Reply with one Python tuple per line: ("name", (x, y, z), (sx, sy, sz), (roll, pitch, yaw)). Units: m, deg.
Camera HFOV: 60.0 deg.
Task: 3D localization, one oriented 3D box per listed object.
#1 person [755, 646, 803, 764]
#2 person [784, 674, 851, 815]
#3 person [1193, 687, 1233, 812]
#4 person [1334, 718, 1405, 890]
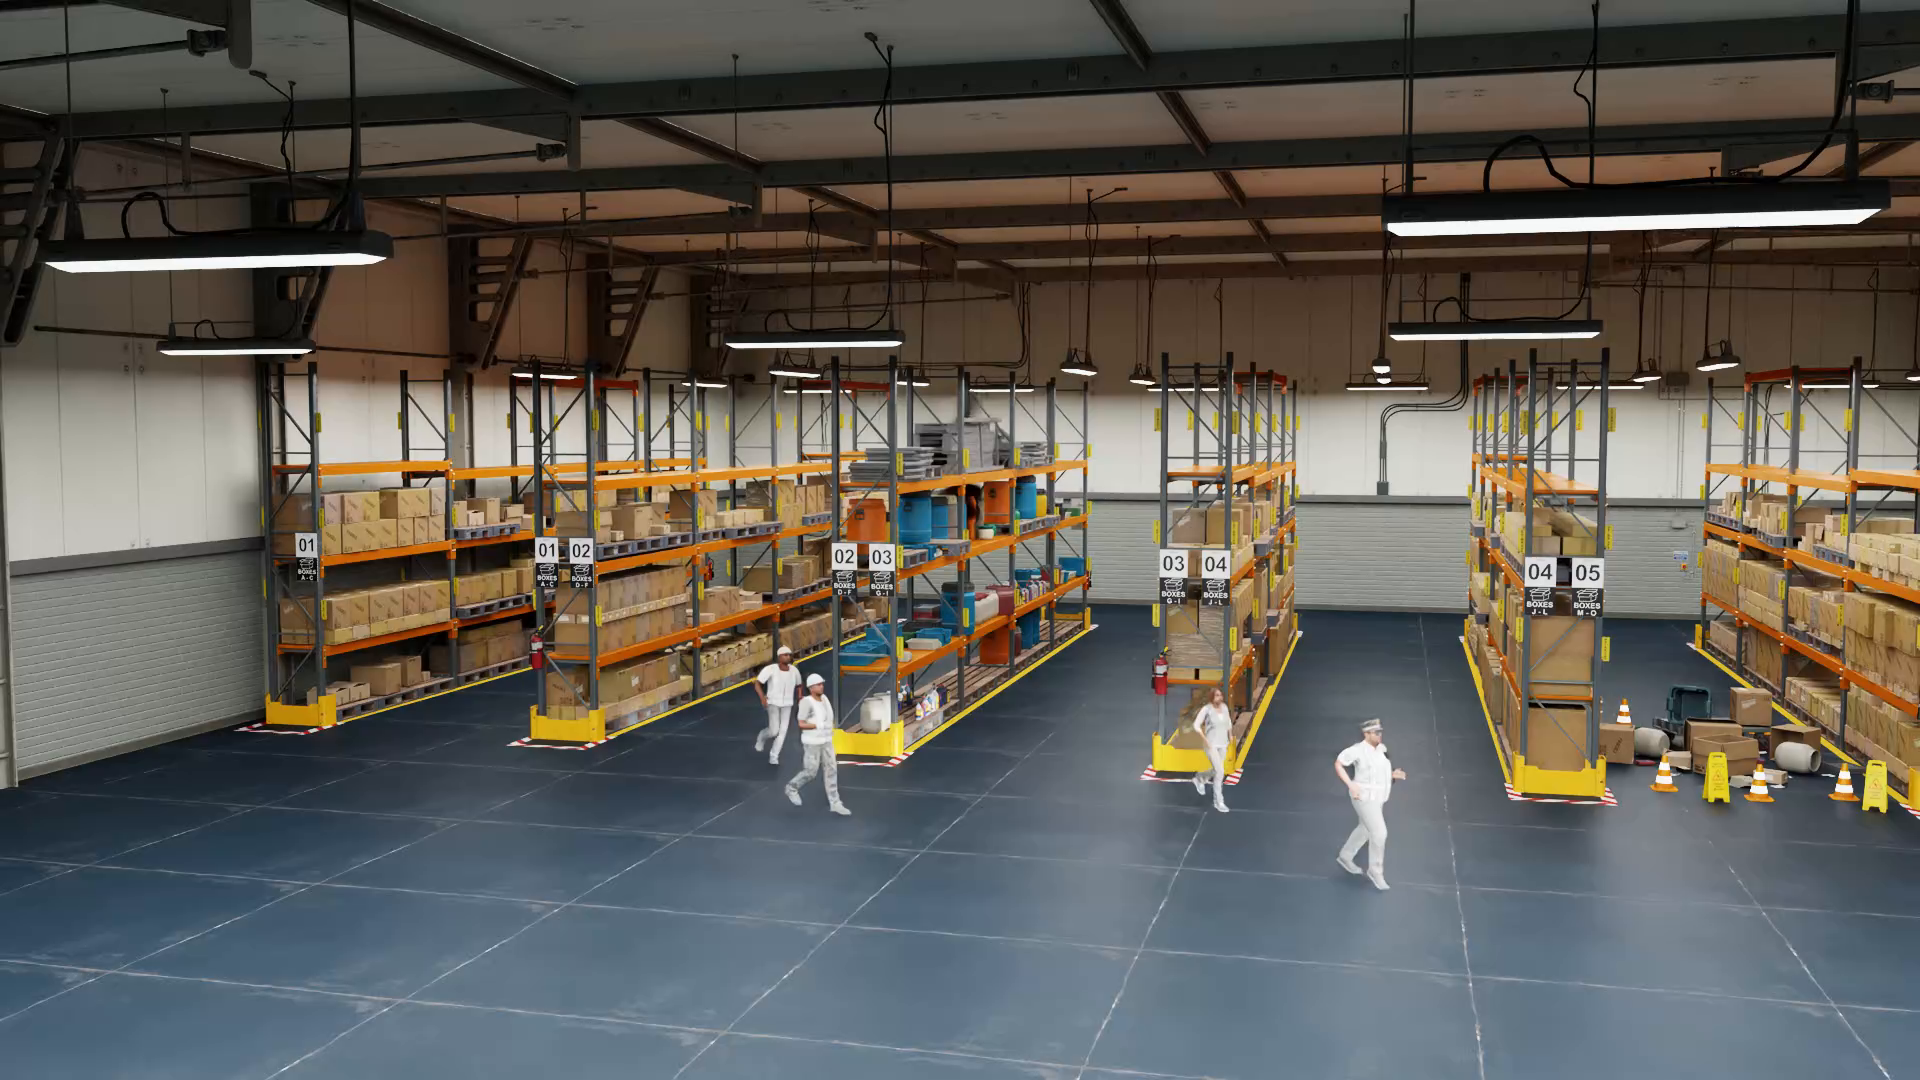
("person", (-2.646, 2.424, 24.600), (0.743, 1.698, 0.687), (-2, 5, -27))
("person", (-1.819, 2.590, 21.216), (0.982, 1.775, 0.681), (3, 5, 33))
("person", (3.275, 2.700, 21.656), (0.536, 1.578, 0.734), (-2, 5, -27))
("person", (4.467, 2.856, 18.127), (0.786, 1.850, 0.642), (4, 6, 44))
